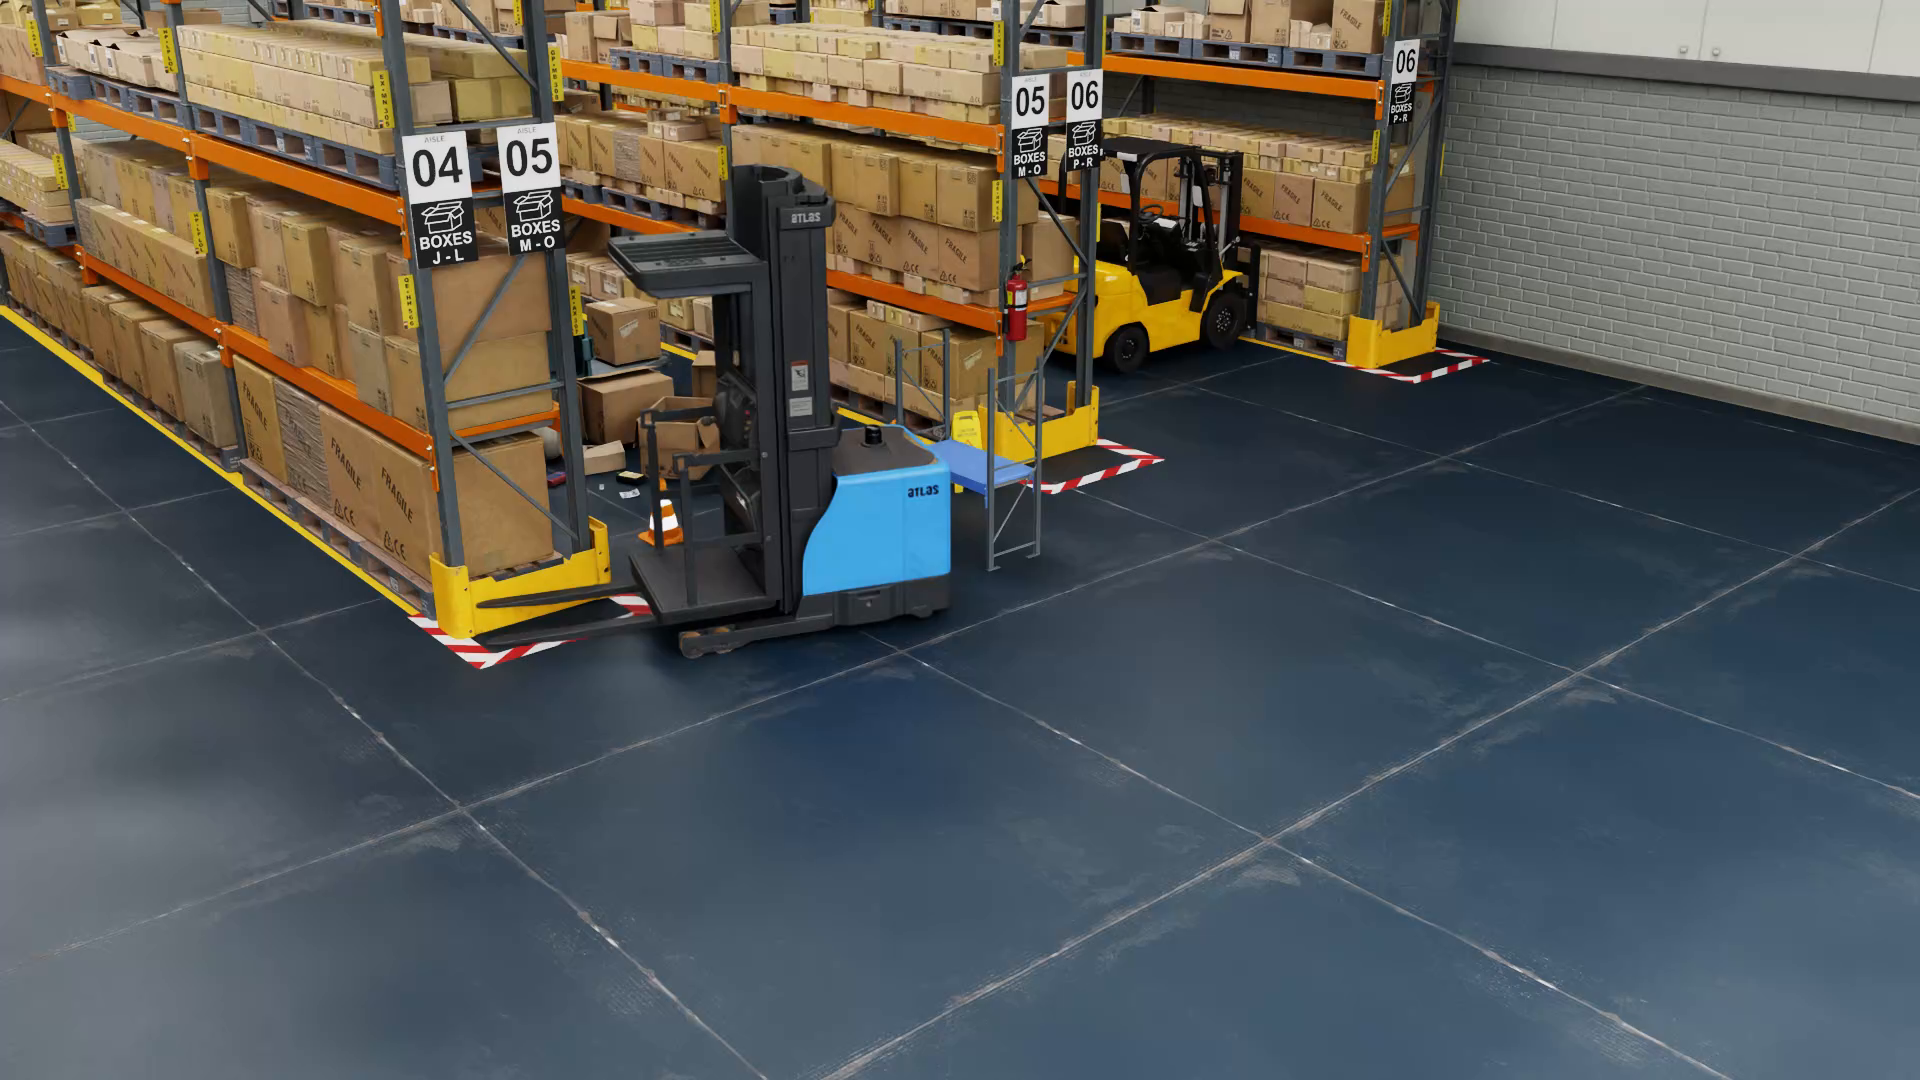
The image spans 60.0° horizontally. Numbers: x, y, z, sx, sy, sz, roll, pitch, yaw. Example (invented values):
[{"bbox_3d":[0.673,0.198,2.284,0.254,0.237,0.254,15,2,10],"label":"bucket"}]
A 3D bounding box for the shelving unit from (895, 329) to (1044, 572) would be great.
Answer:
[{"bbox_3d":[0.056,-0.675,12.150,0.538,1.500,1.048,-17,27,-37],"label":"shelving unit"}]

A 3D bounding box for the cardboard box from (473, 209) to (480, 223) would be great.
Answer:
[{"bbox_3d":[-6.040,-4.261,21.587,0.875,0.875,0.875,-16,27,-36],"label":"cardboard box"}]

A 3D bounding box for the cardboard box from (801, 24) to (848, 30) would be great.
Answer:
[{"bbox_3d":[-1.279,-4.806,15.780,0.380,0.149,0.250,-18,28,-39],"label":"cardboard box"}]

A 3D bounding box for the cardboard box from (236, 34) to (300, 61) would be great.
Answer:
[{"bbox_3d":[-4.751,-3.398,11.472,0.380,0.149,0.250,-17,27,-37],"label":"cardboard box"}]

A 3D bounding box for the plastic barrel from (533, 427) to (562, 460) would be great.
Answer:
[{"bbox_3d":[-3.660,-0.890,14.176,0.512,0.421,0.421,0,21,-1],"label":"plastic barrel"}]

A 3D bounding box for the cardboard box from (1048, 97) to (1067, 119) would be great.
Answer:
[{"bbox_3d":[0.761,-3.588,13.763,0.380,0.149,0.250,-17,27,-37],"label":"cardboard box"}]

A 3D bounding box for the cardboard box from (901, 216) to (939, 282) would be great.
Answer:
[{"bbox_3d":[-0.154,-2.548,14.331,0.500,0.500,0.500,-17,27,-37],"label":"cardboard box"}]

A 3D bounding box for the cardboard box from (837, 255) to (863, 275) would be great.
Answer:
[{"bbox_3d":[-0.903,-2.545,15.214,0.380,0.149,0.250,-18,27,-38],"label":"cardboard box"}]

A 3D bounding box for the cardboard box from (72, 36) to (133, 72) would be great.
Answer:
[{"bbox_3d":[-7.541,-4.321,14.784,0.500,0.250,0.500,-17,27,-36],"label":"cardboard box"}]

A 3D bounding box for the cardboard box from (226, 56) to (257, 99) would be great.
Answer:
[{"bbox_3d":[-4.796,-3.265,11.680,0.500,0.250,0.500,-18,28,-38],"label":"cardboard box"}]

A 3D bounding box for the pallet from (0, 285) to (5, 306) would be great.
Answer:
[{"bbox_3d":[-11.250,-3.127,20.178,1.003,0.211,1.213,-17,27,-37],"label":"pallet"}]

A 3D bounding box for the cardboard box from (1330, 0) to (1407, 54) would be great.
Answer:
[{"bbox_3d":[4.016,-5.071,16.356,0.500,0.500,0.500,-16,27,-36],"label":"cardboard box"}]

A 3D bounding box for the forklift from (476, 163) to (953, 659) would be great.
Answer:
[{"bbox_3d":[-1.618,-0.828,10.580,3.031,2.935,1.130,-8,23,-20],"label":"forklift"}]

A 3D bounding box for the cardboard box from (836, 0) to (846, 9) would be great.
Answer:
[{"bbox_3d":[-1.452,-7.240,22.402,0.380,0.149,0.250,-17,27,-36],"label":"cardboard box"}]

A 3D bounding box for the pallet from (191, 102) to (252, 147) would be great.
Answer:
[{"bbox_3d":[-5.037,-3.165,12.460,1.003,0.211,1.213,-17,27,-37],"label":"pallet"}]

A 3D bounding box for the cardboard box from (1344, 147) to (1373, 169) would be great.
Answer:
[{"bbox_3d":[4.096,-3.858,16.786,0.380,0.149,0.250,-17,27,-37],"label":"cardboard box"}]

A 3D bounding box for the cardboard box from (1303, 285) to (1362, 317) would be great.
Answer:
[{"bbox_3d":[3.935,-2.530,17.339,0.500,0.250,0.500,-18,28,-38],"label":"cardboard box"}]

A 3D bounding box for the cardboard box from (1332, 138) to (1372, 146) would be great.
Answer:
[{"bbox_3d":[4.104,-4.102,17.411,0.380,0.149,0.250,-17,27,-36],"label":"cardboard box"}]

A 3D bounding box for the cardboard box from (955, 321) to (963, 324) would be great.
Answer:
[{"bbox_3d":[0.054,-1.842,15.240,0.500,0.500,0.500,-19,28,-39],"label":"cardboard box"}]

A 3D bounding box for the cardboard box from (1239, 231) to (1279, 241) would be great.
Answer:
[{"bbox_3d":[3.343,-3.302,18.624,0.500,0.250,0.500,-18,28,-38],"label":"cardboard box"}]

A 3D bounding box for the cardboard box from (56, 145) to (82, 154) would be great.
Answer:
[{"bbox_3d":[-9.525,-4.179,17.994,0.380,0.149,0.250,-19,28,-40],"label":"cardboard box"}]

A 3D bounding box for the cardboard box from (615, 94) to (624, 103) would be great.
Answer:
[{"bbox_3d":[-5.430,-7.261,27.254,0.380,0.149,0.250,-16,27,-36],"label":"cardboard box"}]

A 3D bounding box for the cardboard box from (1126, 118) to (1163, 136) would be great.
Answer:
[{"bbox_3d":[2.115,-4.709,18.959,0.380,0.149,0.250,-17,27,-37],"label":"cardboard box"}]

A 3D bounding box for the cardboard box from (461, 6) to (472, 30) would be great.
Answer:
[{"bbox_3d":[-5.654,-6.176,19.635,0.396,0.266,0.258,-18,28,-39],"label":"cardboard box"}]

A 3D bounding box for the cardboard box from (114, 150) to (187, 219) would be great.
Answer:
[{"bbox_3d":[-7.221,-3.248,15.156,0.700,0.500,0.500,-18,28,-38],"label":"cardboard box"}]

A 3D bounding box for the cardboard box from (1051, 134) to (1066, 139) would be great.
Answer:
[{"bbox_3d":[1.306,-4.884,19.814,0.380,0.149,0.250,-18,28,-38],"label":"cardboard box"}]

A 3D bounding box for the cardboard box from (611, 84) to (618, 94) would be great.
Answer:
[{"bbox_3d":[-5.533,-7.482,27.272,0.500,0.250,0.500,-17,27,-37],"label":"cardboard box"}]

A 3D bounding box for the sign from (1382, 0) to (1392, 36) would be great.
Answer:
[{"bbox_3d":[4.070,-4.969,15.838,0.100,0.325,0.005,-17,27,-37],"label":"sign"}]

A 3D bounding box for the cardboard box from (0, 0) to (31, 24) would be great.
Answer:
[{"bbox_3d":[-9.490,-5.343,16.713,0.396,0.266,0.258,-17,27,-37],"label":"cardboard box"}]

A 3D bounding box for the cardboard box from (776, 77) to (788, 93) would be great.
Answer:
[{"bbox_3d":[-1.487,-4.252,15.457,0.380,0.149,0.250,-17,27,-37],"label":"cardboard box"}]

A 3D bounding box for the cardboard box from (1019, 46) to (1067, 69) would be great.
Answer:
[{"bbox_3d":[0.655,-3.937,13.560,0.380,0.149,0.250,-18,27,-38],"label":"cardboard box"}]

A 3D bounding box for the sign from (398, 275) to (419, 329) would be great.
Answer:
[{"bbox_3d":[-3.372,-1.457,10.178,0.100,0.325,0.005,-17,27,-37],"label":"sign"}]

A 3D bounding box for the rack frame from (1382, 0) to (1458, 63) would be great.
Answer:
[{"bbox_3d":[4.490,-6.115,15.758,1.000,3.000,0.127,-17,27,-37],"label":"rack frame"}]

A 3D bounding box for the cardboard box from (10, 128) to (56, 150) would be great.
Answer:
[{"bbox_3d":[-10.917,-4.630,19.647,0.500,0.500,0.500,-18,28,-38],"label":"cardboard box"}]

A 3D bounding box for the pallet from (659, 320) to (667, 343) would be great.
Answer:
[{"bbox_3d":[-3.189,-2.498,18.572,1.003,0.211,1.213,-17,27,-37],"label":"pallet"}]

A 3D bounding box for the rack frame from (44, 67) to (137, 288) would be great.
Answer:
[{"bbox_3d":[-8.174,-3.143,16.396,1.000,3.000,0.127,-17,27,-37],"label":"rack frame"}]

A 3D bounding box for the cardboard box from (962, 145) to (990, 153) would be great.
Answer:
[{"bbox_3d":[0.376,-4.857,20.977,0.500,0.250,0.500,-16,27,-36],"label":"cardboard box"}]

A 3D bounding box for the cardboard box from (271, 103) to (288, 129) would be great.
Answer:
[{"bbox_3d":[-4.421,-2.887,11.261,0.380,0.149,0.250,-17,27,-37],"label":"cardboard box"}]

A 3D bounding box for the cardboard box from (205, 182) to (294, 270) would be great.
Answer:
[{"bbox_3d":[-5.348,-2.500,13.069,0.875,0.550,0.550,-17,27,-37],"label":"cardboard box"}]

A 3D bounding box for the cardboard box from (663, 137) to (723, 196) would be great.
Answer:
[{"bbox_3d":[-2.679,-3.835,17.040,0.500,0.500,0.500,-17,27,-37],"label":"cardboard box"}]

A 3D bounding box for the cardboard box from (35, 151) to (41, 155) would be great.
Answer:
[{"bbox_3d":[-10.203,-4.330,18.787,0.380,0.149,0.250,-17,27,-37],"label":"cardboard box"}]

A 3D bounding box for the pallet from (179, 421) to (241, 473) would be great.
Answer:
[{"bbox_3d":[-6.124,-0.935,14.581,1.003,0.211,1.213,-17,27,-37],"label":"pallet"}]

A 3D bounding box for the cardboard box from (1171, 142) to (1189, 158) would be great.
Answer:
[{"bbox_3d":[2.524,-4.330,18.399,0.380,0.149,0.250,-18,28,-38],"label":"cardboard box"}]

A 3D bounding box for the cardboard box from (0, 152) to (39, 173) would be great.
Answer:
[{"bbox_3d":[-9.853,-3.955,17.421,0.380,0.149,0.250,-16,27,-36],"label":"cardboard box"}]

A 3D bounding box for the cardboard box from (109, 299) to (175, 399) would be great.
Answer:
[{"bbox_3d":[-7.271,-1.861,15.631,1.050,0.750,0.750,-17,27,-37],"label":"cardboard box"}]

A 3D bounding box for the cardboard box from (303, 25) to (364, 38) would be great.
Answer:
[{"bbox_3d":[-4.592,-3.697,12.236,0.380,0.149,0.250,-17,27,-37],"label":"cardboard box"}]

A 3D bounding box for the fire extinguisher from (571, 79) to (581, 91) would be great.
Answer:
[{"bbox_3d":[-6.400,-7.463,28.043,0.296,0.674,0.183,-17,27,-37],"label":"fire extinguisher"}]

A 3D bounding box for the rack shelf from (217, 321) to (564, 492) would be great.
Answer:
[{"bbox_3d":[-4.258,-1.150,12.295,1.077,0.370,4.000,-17,27,-37],"label":"rack shelf"}]

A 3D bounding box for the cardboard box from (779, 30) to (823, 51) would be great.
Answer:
[{"bbox_3d":[-1.412,-4.512,15.028,0.380,0.149,0.250,-18,27,-38],"label":"cardboard box"}]

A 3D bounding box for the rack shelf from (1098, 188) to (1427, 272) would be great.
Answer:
[{"bbox_3d":[3.184,-3.539,18.394,1.077,0.370,4.000,-17,27,-37],"label":"rack shelf"}]

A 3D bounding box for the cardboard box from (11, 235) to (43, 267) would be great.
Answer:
[{"bbox_3d":[-10.153,-3.215,18.404,0.500,0.250,0.500,-17,27,-36],"label":"cardboard box"}]

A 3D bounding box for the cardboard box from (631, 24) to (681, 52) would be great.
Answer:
[{"bbox_3d":[-3.029,-5.176,17.102,0.500,0.250,0.500,-17,27,-37],"label":"cardboard box"}]

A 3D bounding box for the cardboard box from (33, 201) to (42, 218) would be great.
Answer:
[{"bbox_3d":[-9.005,-3.318,16.610,0.380,0.149,0.250,-18,27,-38],"label":"cardboard box"}]

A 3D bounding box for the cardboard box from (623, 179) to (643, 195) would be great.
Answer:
[{"bbox_3d":[-3.400,-3.836,17.933,0.380,0.149,0.250,-16,27,-36],"label":"cardboard box"}]
